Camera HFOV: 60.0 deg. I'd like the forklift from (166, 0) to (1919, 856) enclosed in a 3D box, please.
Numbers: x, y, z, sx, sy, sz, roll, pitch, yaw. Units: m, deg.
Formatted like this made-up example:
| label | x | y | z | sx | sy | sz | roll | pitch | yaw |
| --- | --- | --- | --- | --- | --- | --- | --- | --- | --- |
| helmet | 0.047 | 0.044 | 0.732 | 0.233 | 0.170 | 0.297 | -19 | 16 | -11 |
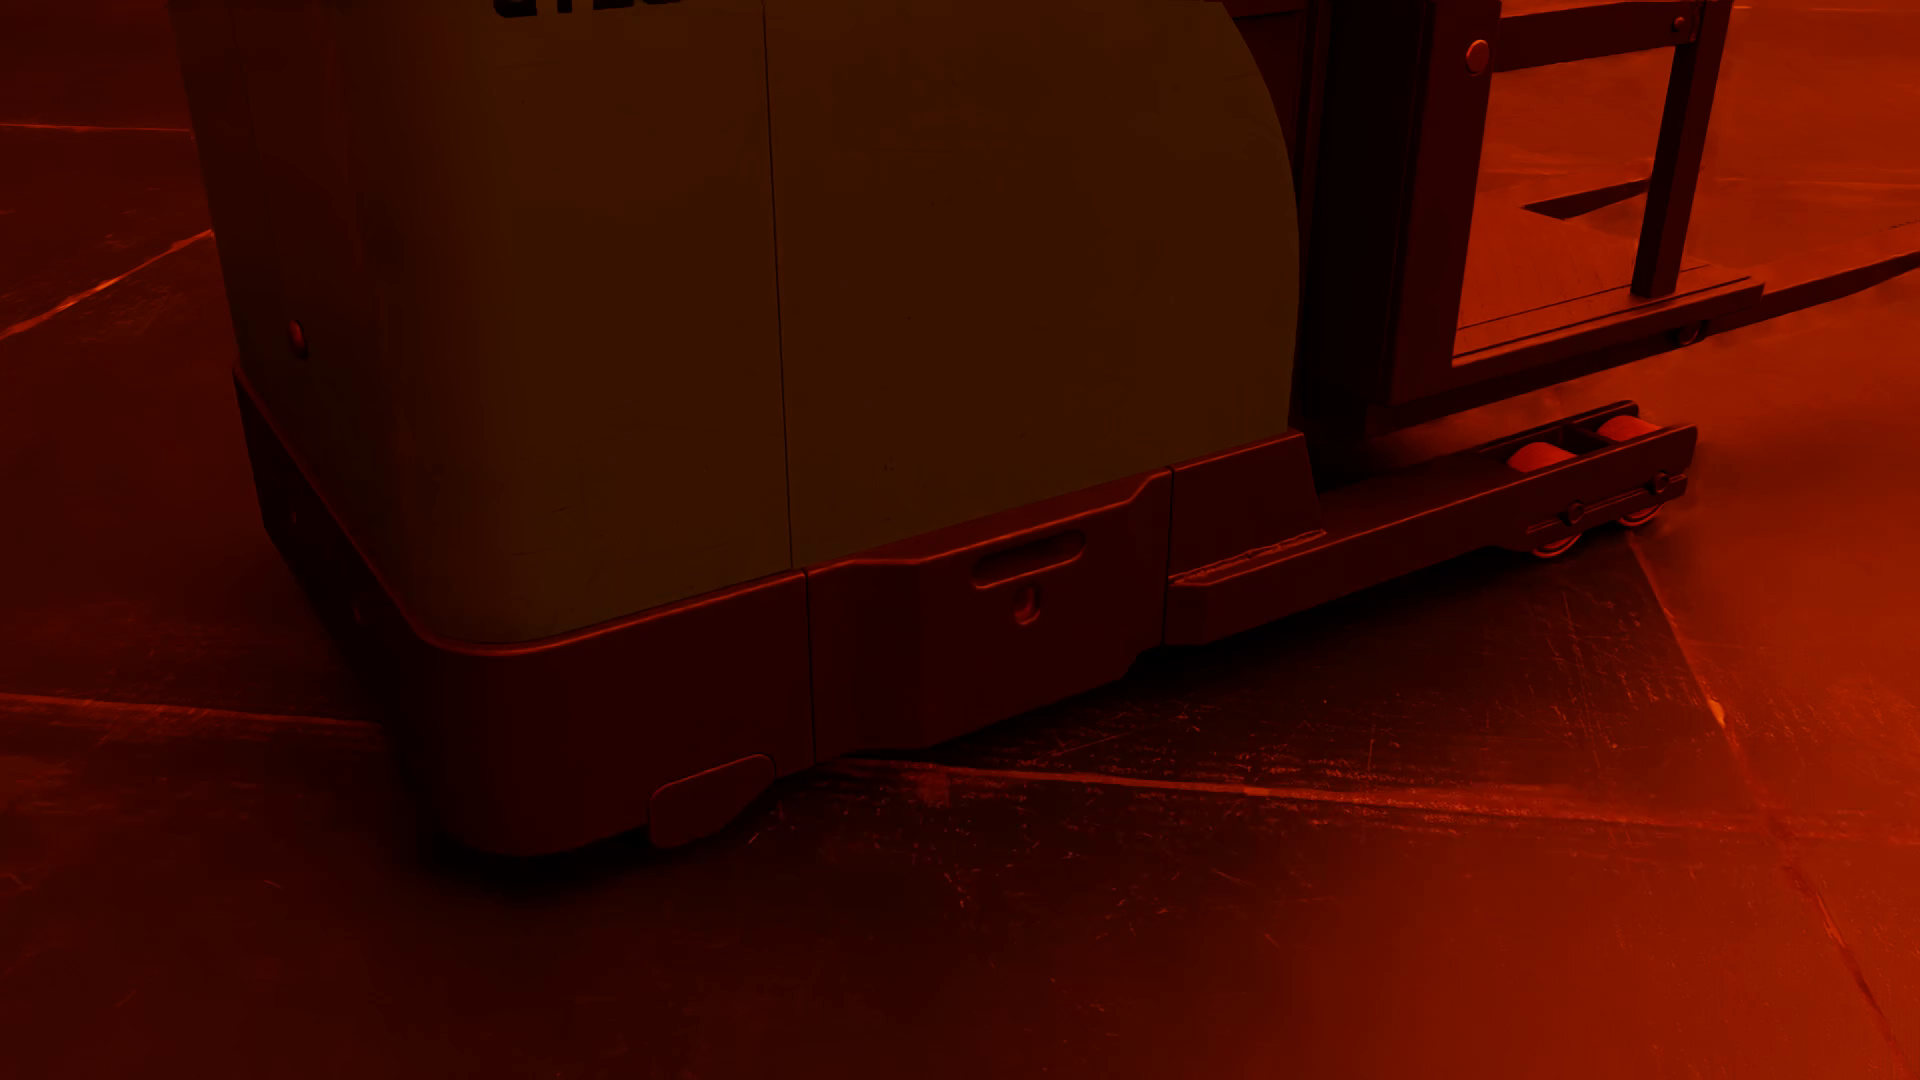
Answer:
| label | x | y | z | sx | sy | sz | roll | pitch | yaw |
| --- | --- | --- | --- | --- | --- | --- | --- | --- | --- |
| forklift | 0.514 | -1.468 | 2.159 | 3.031 | 2.935 | 1.130 | -16 | 31 | -29 |
